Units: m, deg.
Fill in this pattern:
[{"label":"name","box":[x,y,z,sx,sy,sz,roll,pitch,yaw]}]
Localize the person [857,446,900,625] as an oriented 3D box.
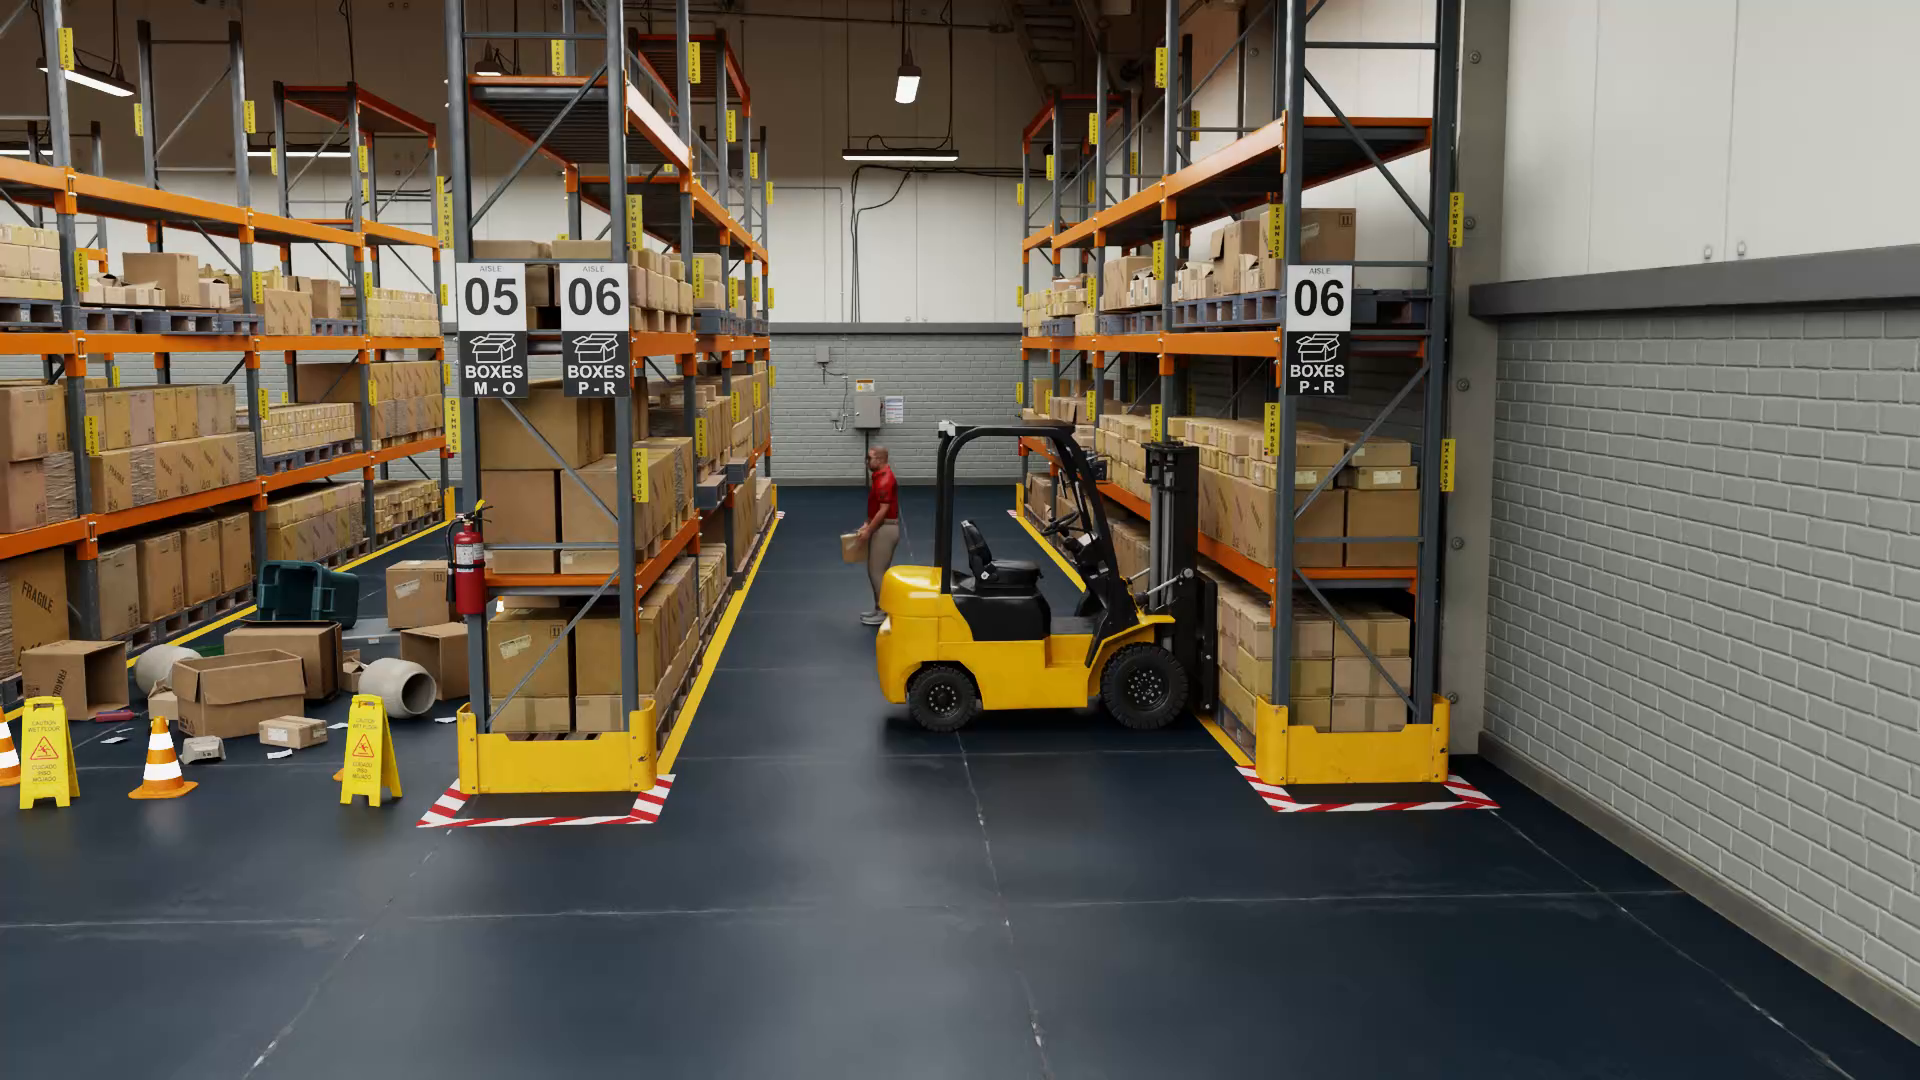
[{"label":"person","box":[-0.801,-0.054,16.226,0.417,1.733,0.542,-1,7,-5]}]
